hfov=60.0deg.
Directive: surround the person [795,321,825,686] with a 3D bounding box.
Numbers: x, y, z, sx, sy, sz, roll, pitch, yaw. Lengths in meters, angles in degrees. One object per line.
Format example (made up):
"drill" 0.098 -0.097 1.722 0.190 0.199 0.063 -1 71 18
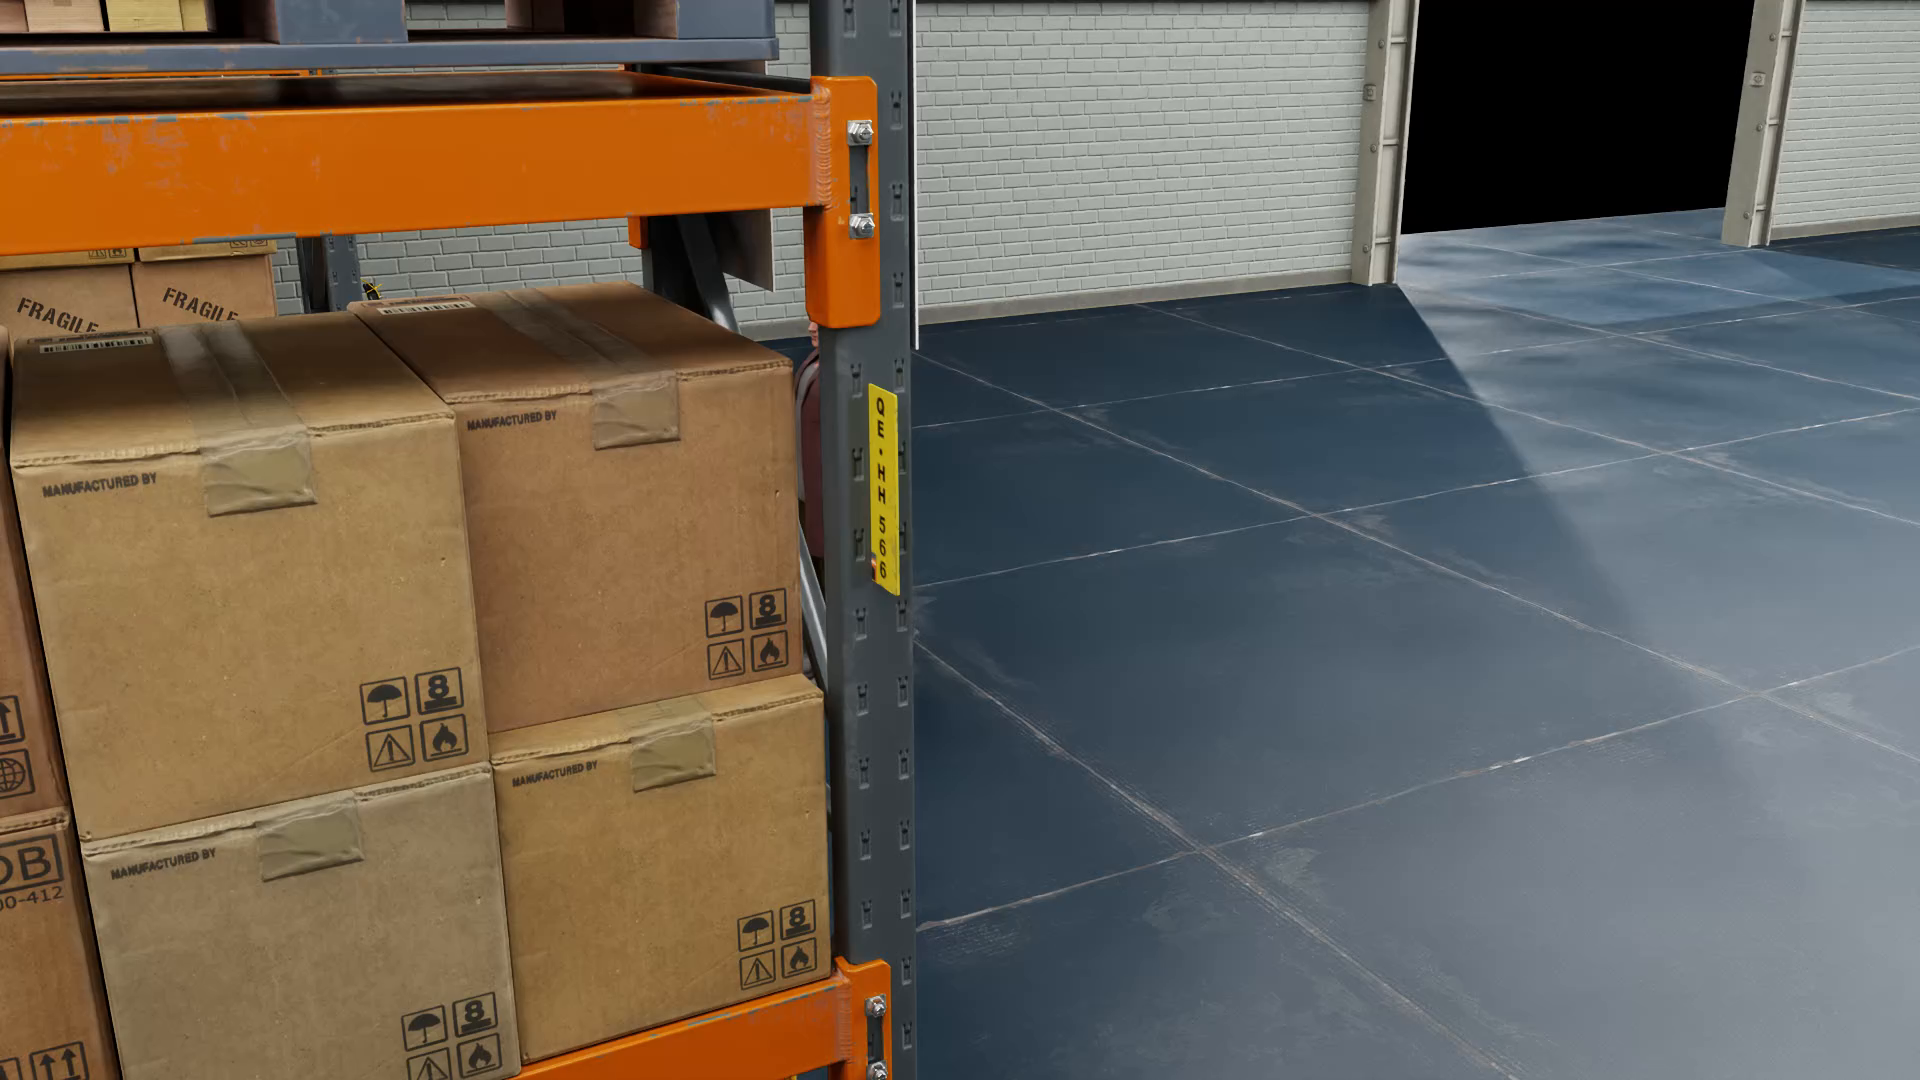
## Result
"person" -0.565 -0.194 7.185 0.412 1.781 0.560 -9 20 -26
